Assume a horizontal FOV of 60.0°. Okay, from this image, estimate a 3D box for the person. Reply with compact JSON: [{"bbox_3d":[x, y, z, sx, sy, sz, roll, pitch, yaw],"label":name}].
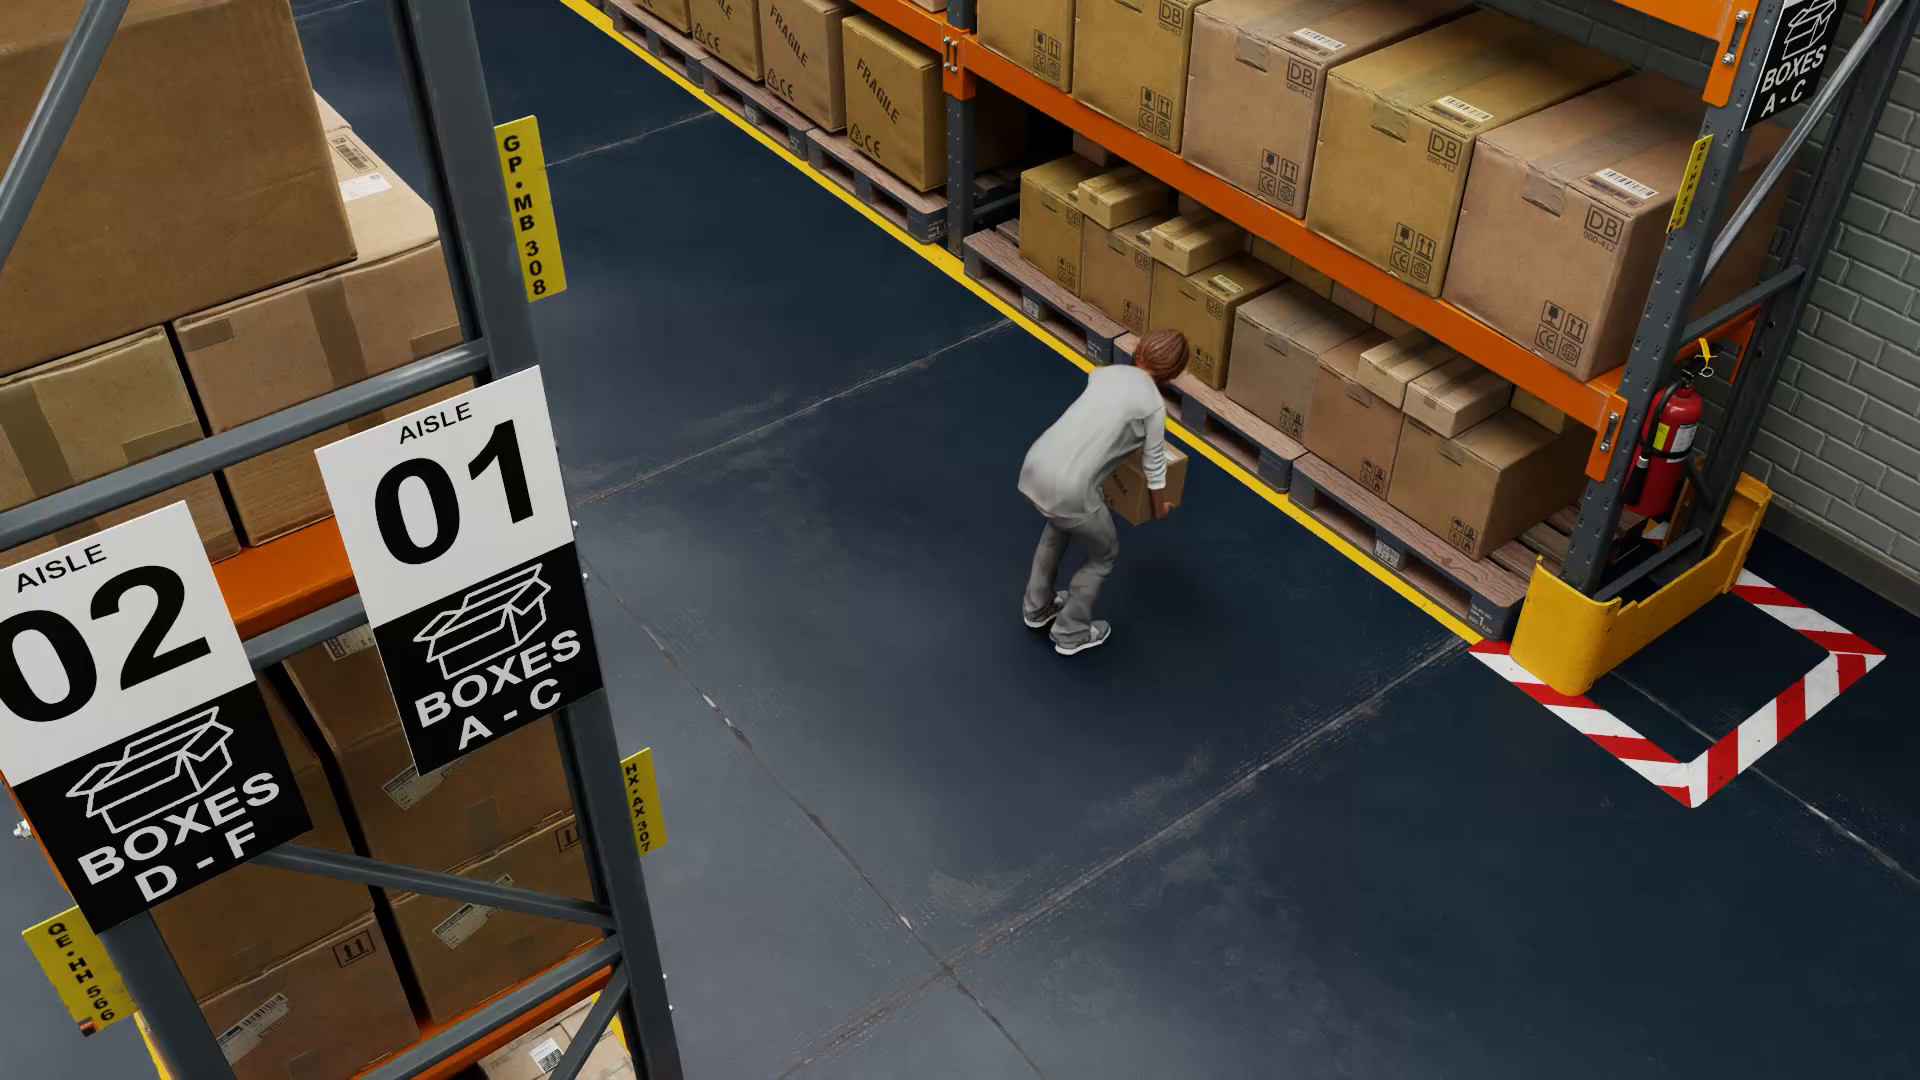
[{"bbox_3d":[0.576,-0.179,6.618,0.780,1.278,0.386,-28,48,-28],"label":"person"}]
